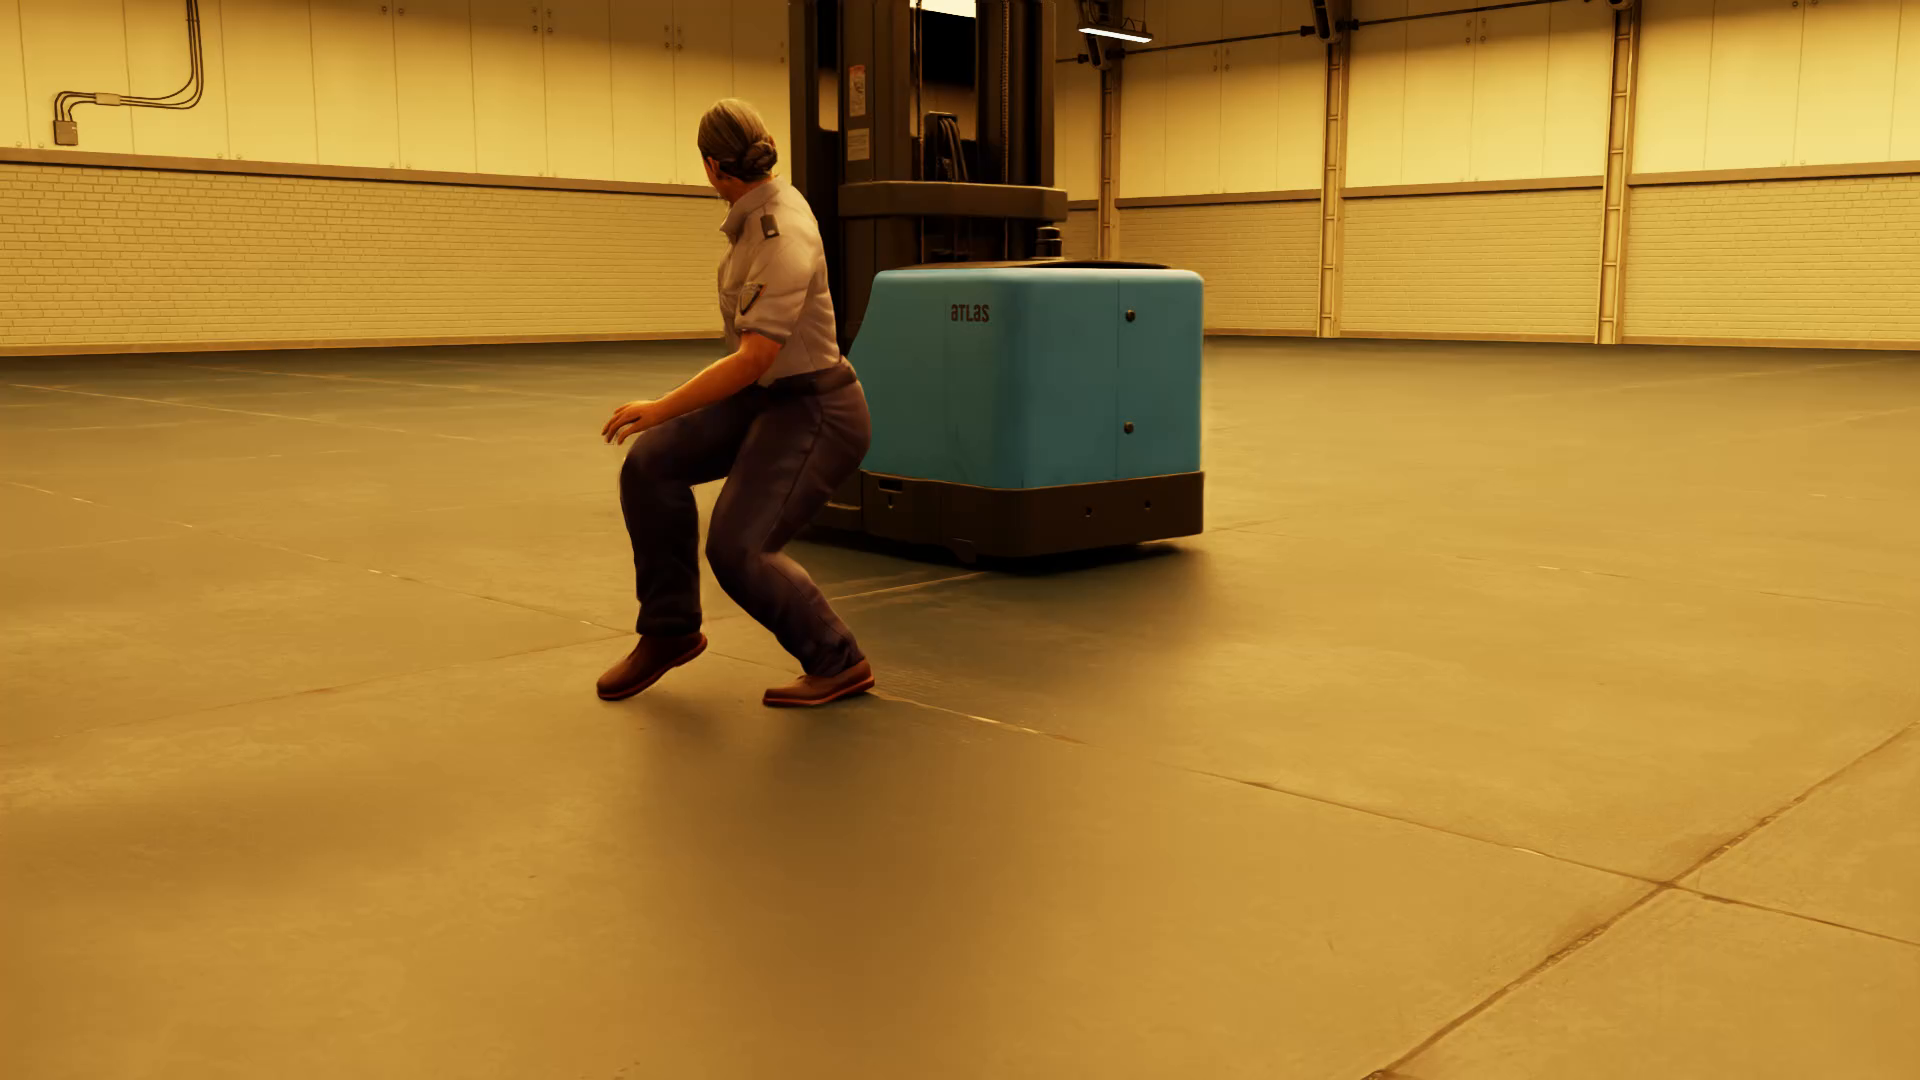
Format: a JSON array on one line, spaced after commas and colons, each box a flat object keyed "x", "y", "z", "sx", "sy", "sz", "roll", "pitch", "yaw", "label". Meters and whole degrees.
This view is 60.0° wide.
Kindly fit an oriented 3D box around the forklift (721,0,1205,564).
[{"x": -0.375, "y": -1.534, "z": 7.060, "sx": 1.130, "sy": 2.935, "sz": 3.031, "roll": -7, "pitch": 11, "yaw": -39, "label": "forklift"}]

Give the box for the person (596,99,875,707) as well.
[{"x": -0.569, "y": -0.329, "z": 4.119, "sx": 0.713, "sy": 1.460, "sz": 0.705, "roll": -4, "pitch": 10, "yaw": -27, "label": "person"}]
